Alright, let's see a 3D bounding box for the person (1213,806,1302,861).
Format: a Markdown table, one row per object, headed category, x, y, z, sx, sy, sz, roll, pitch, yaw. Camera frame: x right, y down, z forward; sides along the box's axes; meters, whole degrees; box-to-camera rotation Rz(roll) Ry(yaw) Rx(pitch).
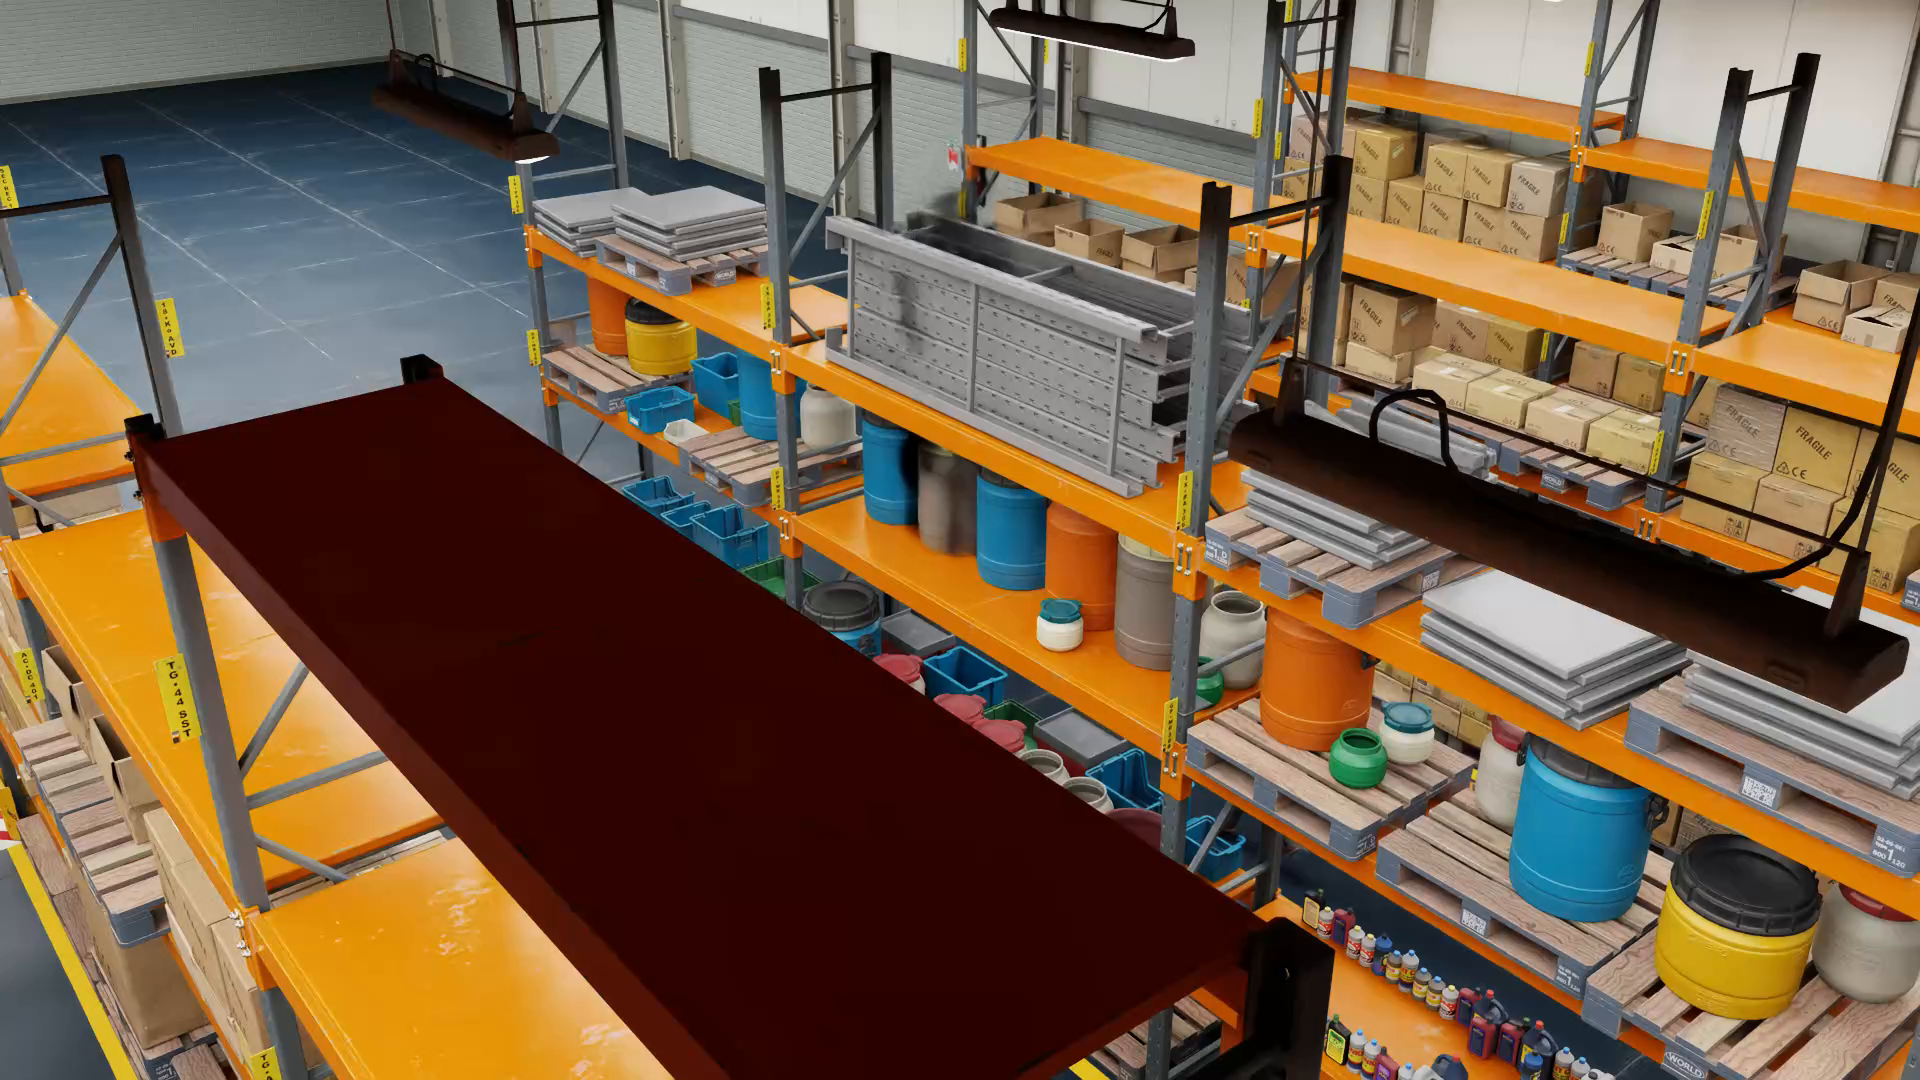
| category | x | y | z | sx | sy | sz | roll | pitch | yaw |
| --- | --- | --- | --- | --- | --- | --- | --- | --- | --- |
| person | 2.308 | 1.682 | 12.843 | 0.907 | 1.645 | 0.574 | 22 | 34 | 38 |
